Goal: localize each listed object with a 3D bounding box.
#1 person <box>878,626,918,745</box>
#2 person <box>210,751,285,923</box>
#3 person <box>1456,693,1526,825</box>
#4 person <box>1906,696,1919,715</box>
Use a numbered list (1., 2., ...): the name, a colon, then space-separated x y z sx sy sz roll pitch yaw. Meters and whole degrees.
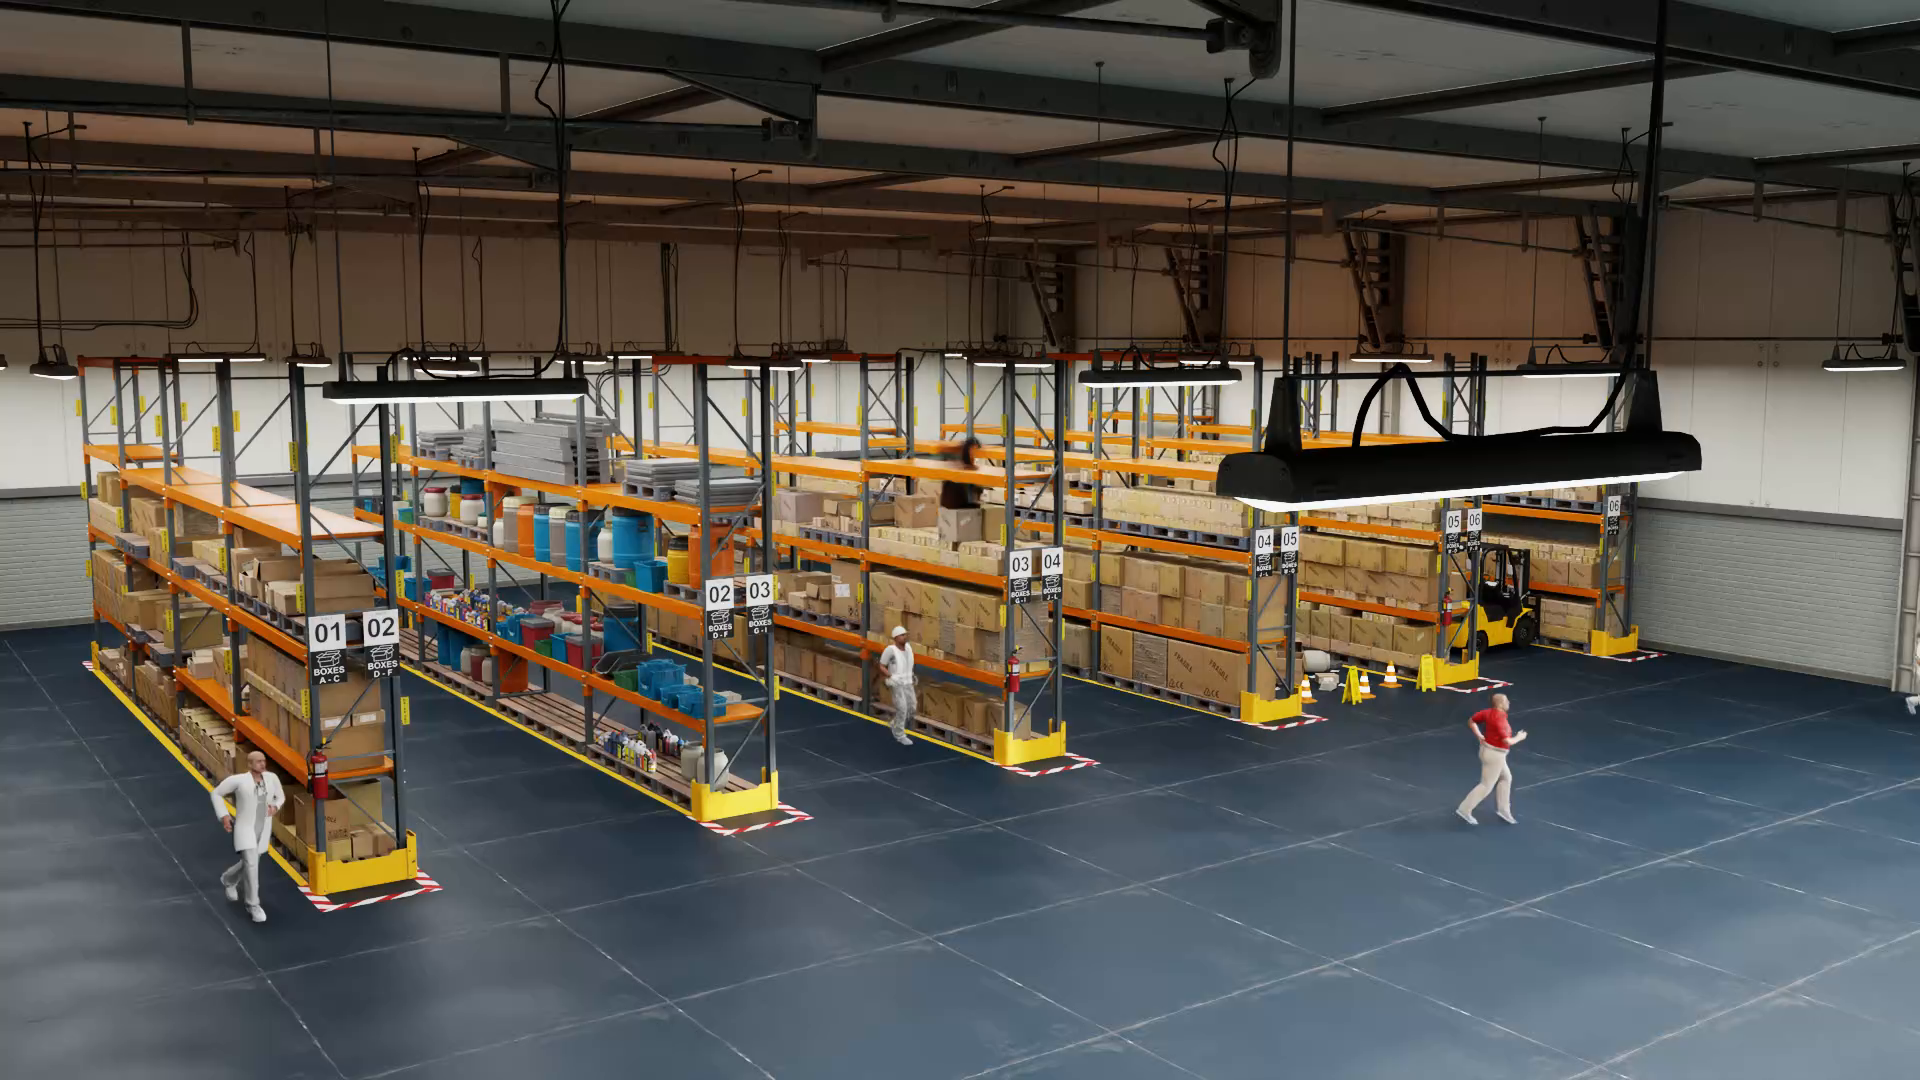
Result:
1. person: -0.928 2.163 24.871 0.539 1.767 0.690 6 9 40
2. person: -7.853 3.226 18.478 1.037 1.774 0.749 5 8 35
3. person: 6.882 2.869 21.630 0.930 1.784 0.672 0 7 -2
4. person: 15.959 2.234 27.295 0.671 1.617 0.620 6 9 41
